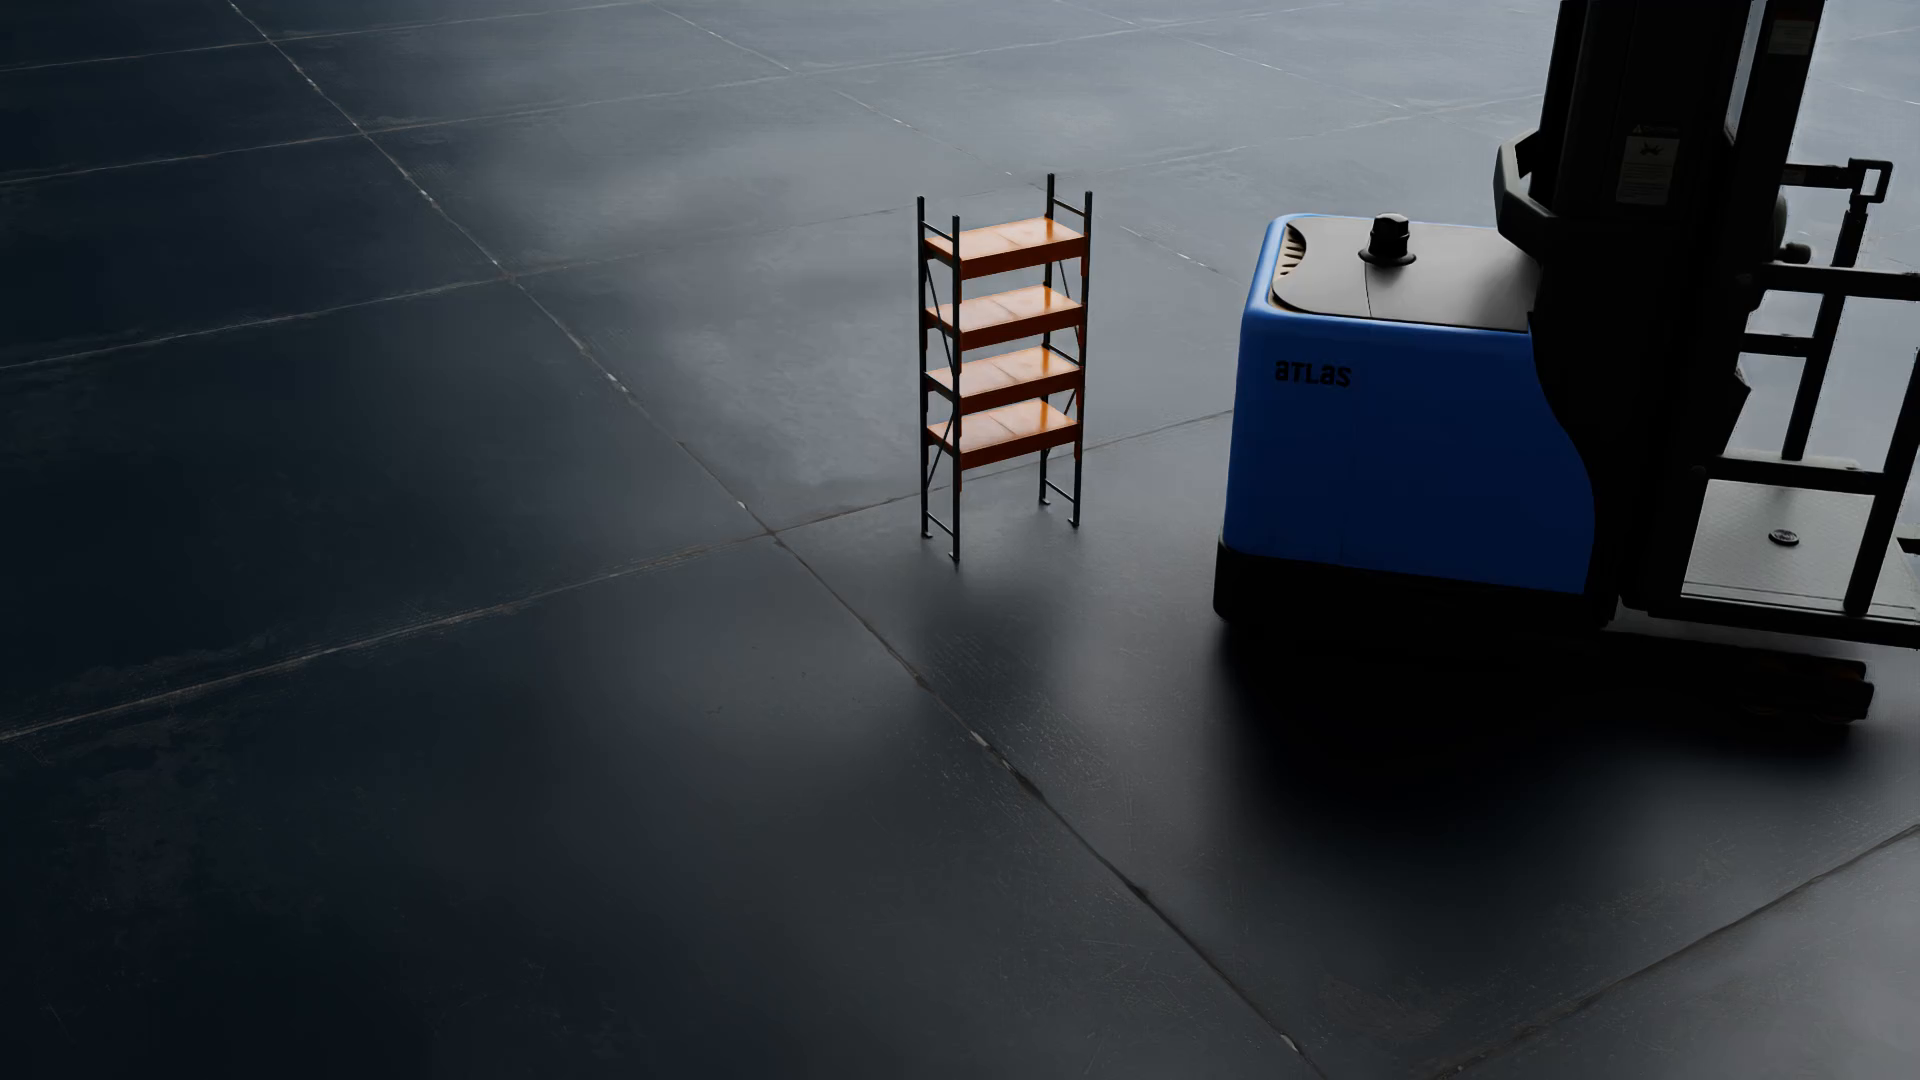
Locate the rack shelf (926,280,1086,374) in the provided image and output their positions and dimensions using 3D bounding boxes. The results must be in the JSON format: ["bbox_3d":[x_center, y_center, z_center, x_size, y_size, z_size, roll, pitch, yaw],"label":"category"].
[{"bbox_3d":[0.143,-0.703,5.458,0.480,0.148,0.258,-16,33,-26],"label":"rack shelf"}]

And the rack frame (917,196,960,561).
[{"bbox_3d":[-0.068,-0.506,5.425,0.015,1.200,0.240,-16,33,-26],"label":"rack frame"}]

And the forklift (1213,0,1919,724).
[{"bbox_3d":[2.368,-1.037,4.595,3.031,2.935,1.130,7,30,12],"label":"forklift"}]

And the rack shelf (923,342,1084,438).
[{"bbox_3d":[0.143,-0.507,5.566,0.480,0.148,0.258,-16,33,-26],"label":"rack shelf"}]

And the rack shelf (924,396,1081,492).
[{"bbox_3d":[0.143,-0.333,5.662,0.480,0.148,0.258,-16,33,-26],"label":"rack shelf"}]

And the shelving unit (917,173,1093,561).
[{"bbox_3d":[0.143,-0.566,5.534,0.503,1.200,0.258,-16,33,-26],"label":"shelving unit"}]

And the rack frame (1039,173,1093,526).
[{"bbox_3d":[0.353,-0.626,5.642,0.015,1.200,0.240,-16,33,-26],"label":"rack frame"}]

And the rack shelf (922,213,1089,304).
[{"bbox_3d":[0.143,-0.910,5.344,0.480,0.148,0.258,-16,33,-26],"label":"rack shelf"}]
